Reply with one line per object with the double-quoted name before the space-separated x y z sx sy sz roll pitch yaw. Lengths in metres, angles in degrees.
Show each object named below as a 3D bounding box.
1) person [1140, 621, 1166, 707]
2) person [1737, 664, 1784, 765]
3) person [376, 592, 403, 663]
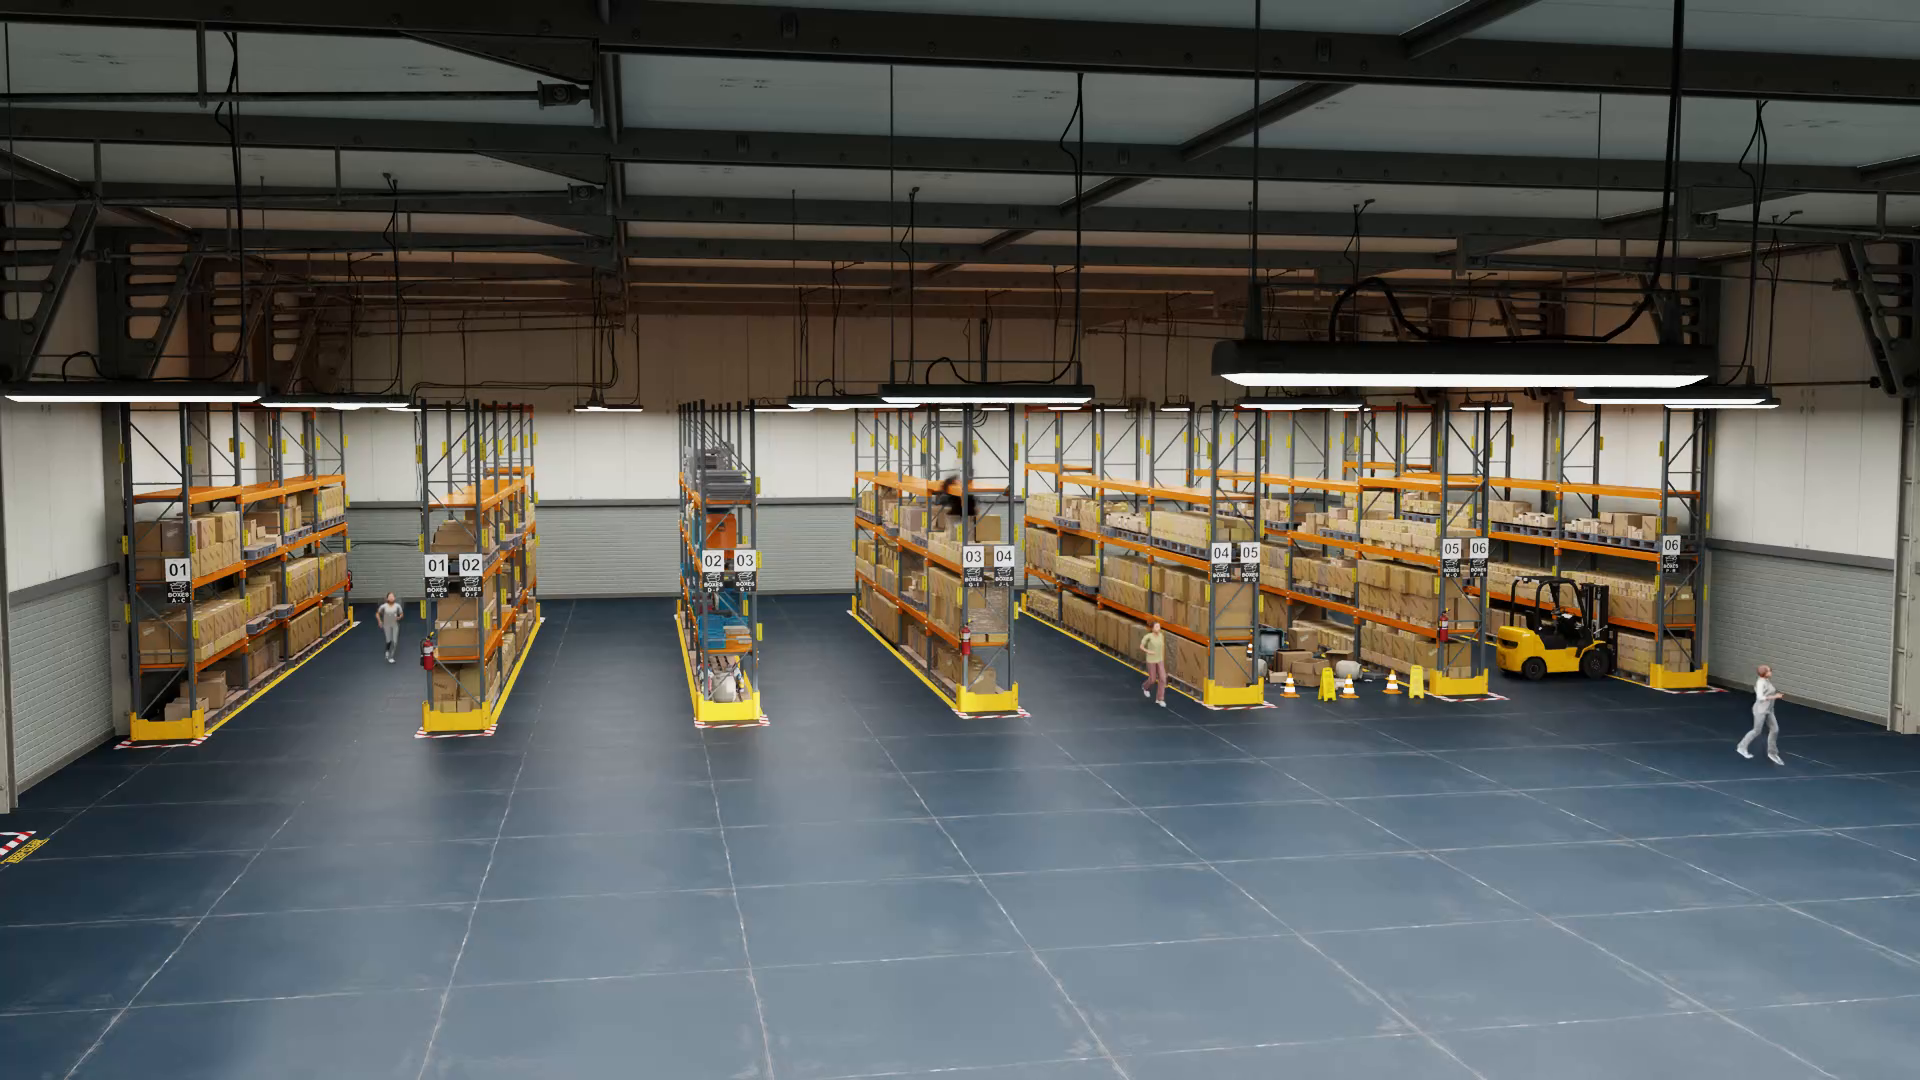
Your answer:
"person" 3.842 2.425 32.950 0.616 1.669 0.834 -2 5 -22
"person" 13.170 2.850 27.330 0.524 1.635 0.719 -4 6 -43
"person" -13.094 2.017 38.261 0.563 1.631 0.535 -2 5 -29
